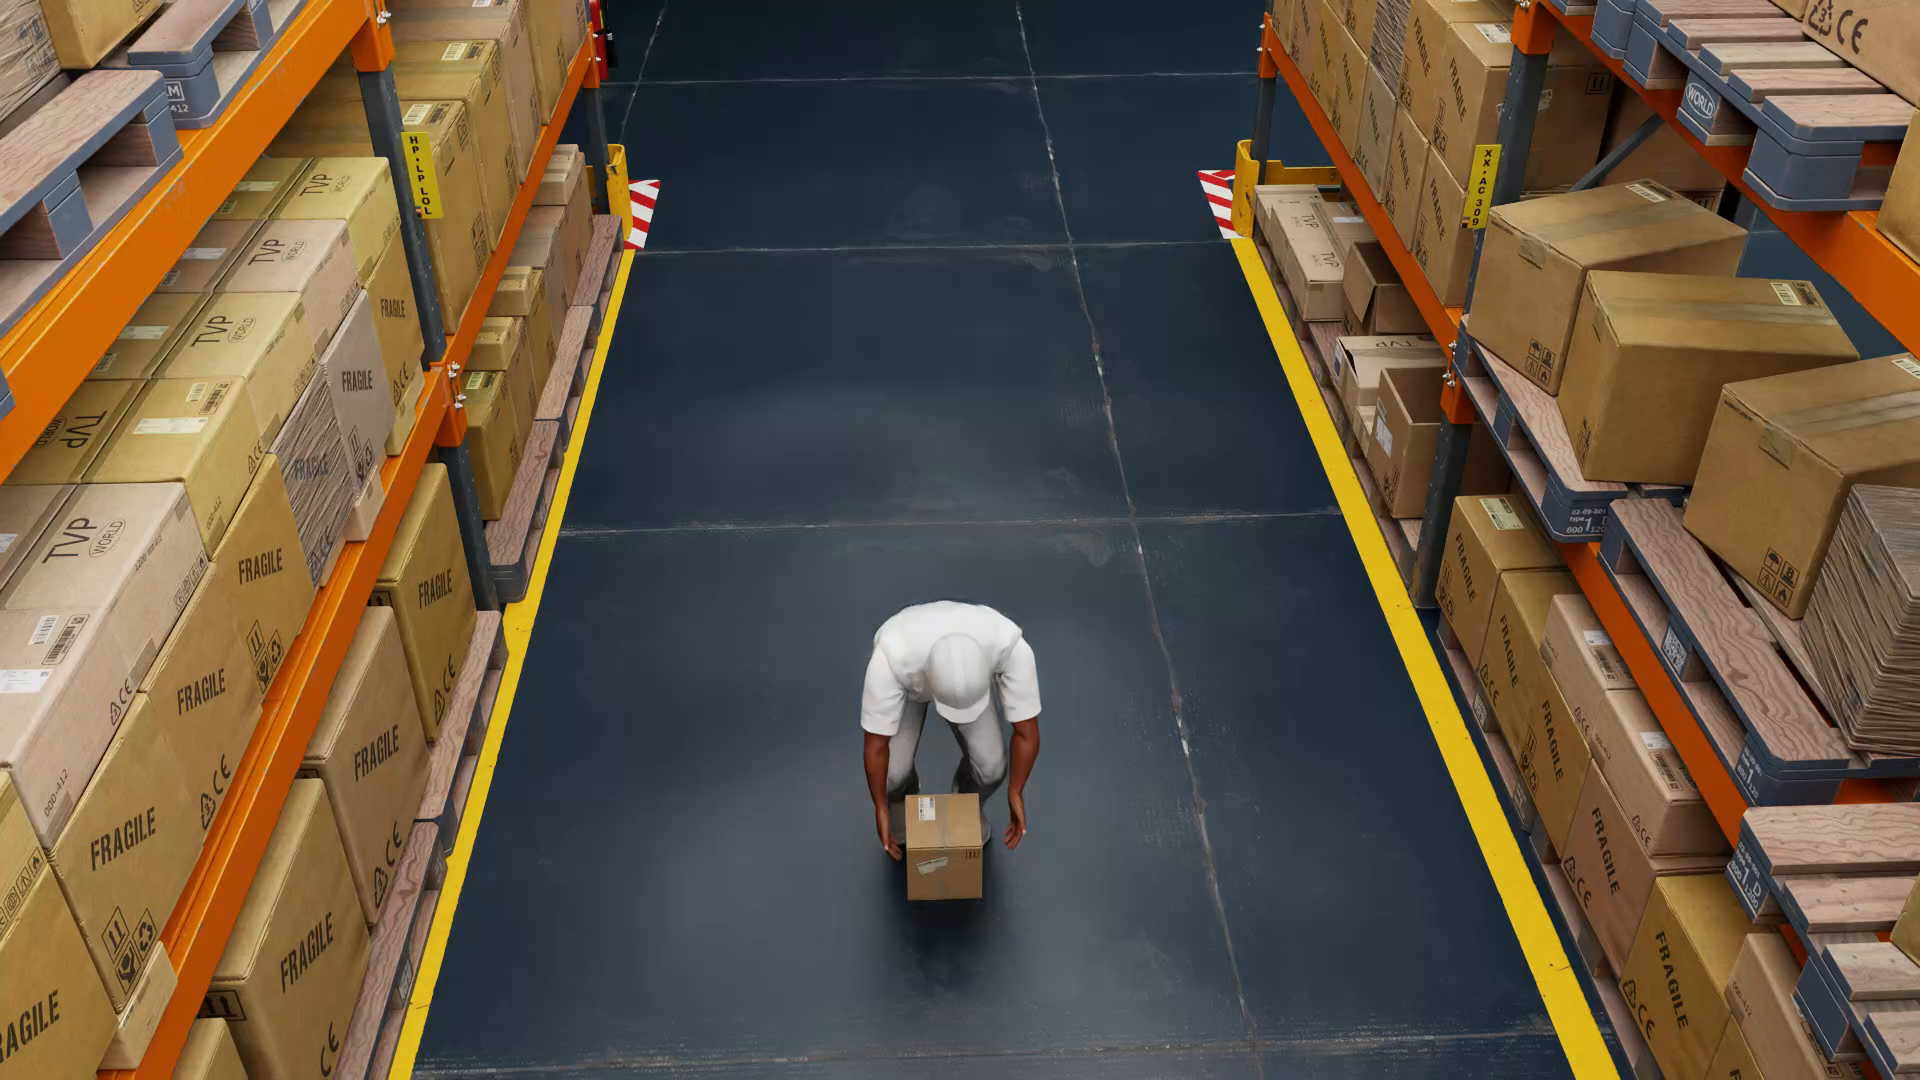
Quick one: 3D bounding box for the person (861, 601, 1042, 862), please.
[{"bbox_3d":[-0.036,0.608,5.791,0.612,1.156,0.852,-2,35,-2],"label":"person"}]
